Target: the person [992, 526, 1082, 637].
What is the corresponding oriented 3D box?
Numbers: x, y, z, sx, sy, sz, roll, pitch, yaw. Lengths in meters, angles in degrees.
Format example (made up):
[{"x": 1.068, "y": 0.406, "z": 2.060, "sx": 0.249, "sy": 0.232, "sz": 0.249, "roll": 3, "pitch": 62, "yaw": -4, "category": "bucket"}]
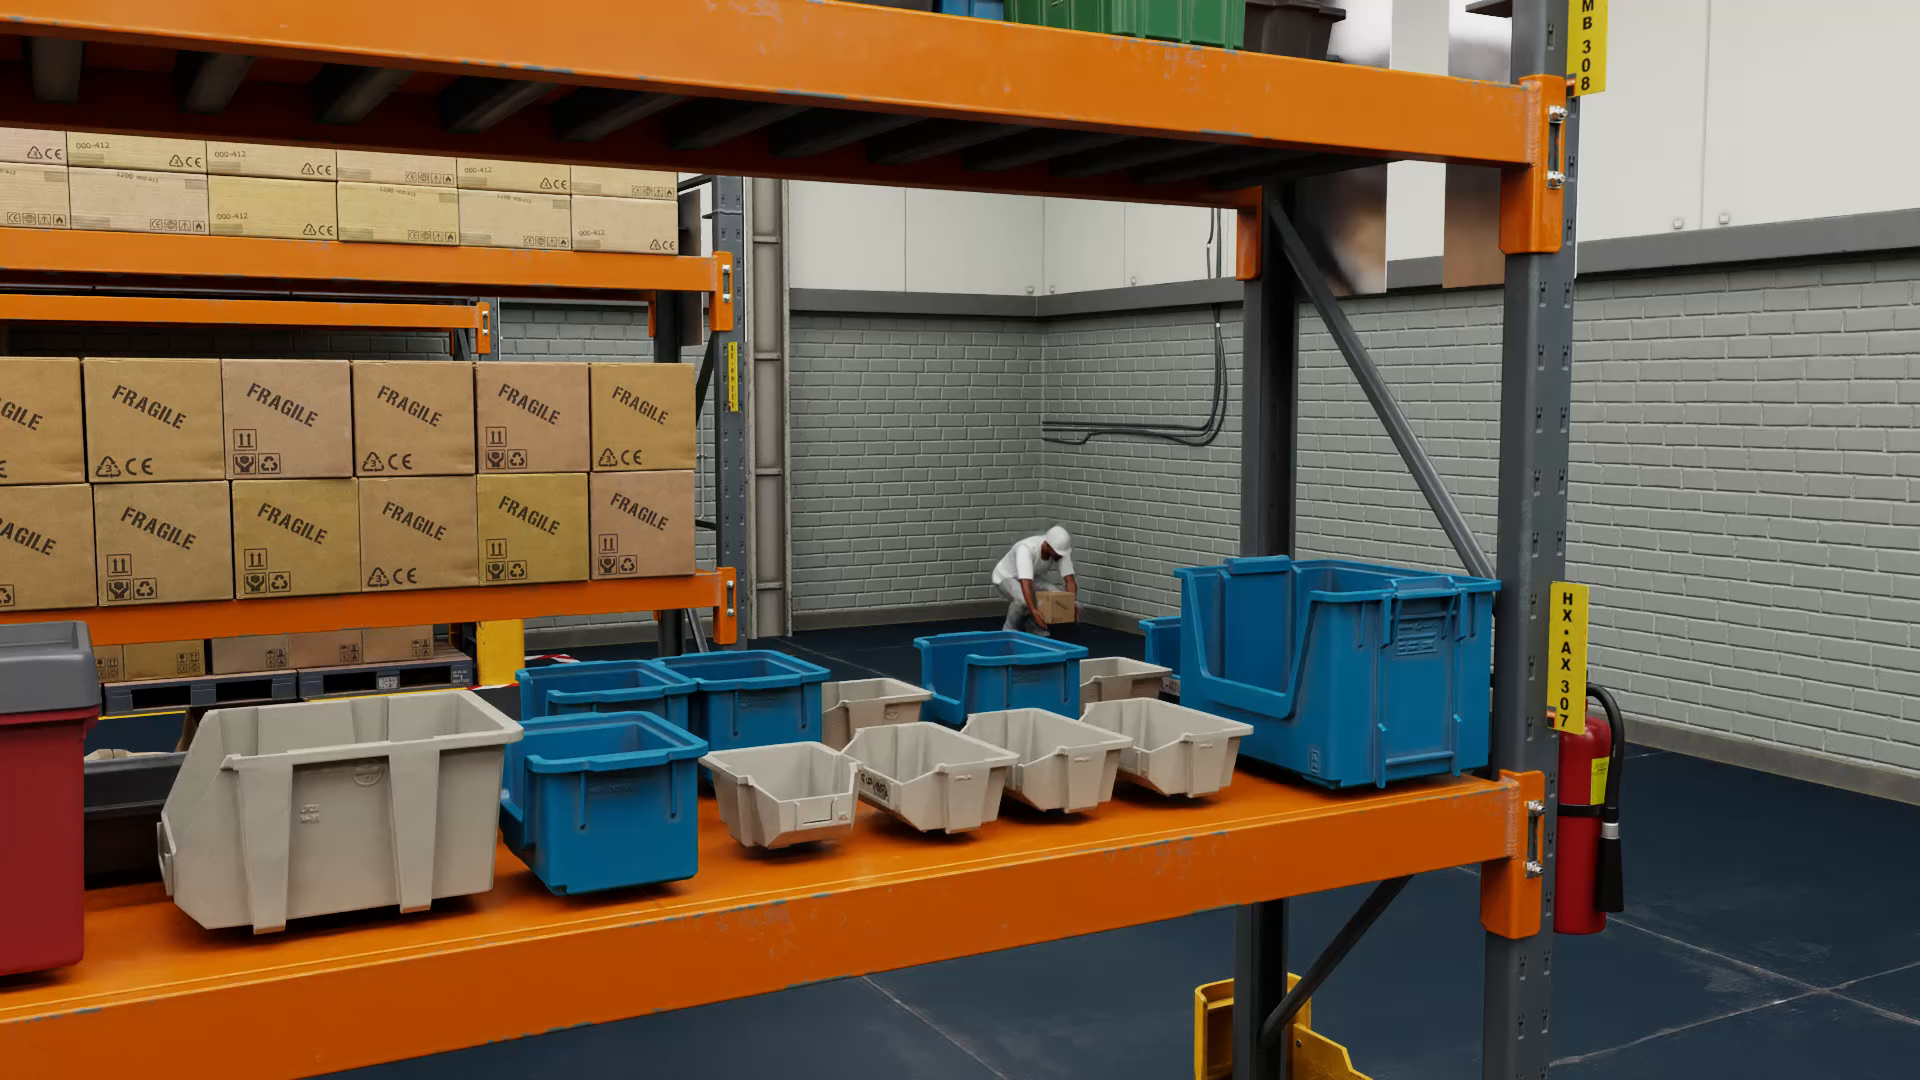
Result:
[{"x": 0.682, "y": 0.368, "z": 14.686, "sx": 0.583, "sy": 1.028, "sz": 0.886, "roll": -3, "pitch": 6, "yaw": -29, "category": "person"}]
